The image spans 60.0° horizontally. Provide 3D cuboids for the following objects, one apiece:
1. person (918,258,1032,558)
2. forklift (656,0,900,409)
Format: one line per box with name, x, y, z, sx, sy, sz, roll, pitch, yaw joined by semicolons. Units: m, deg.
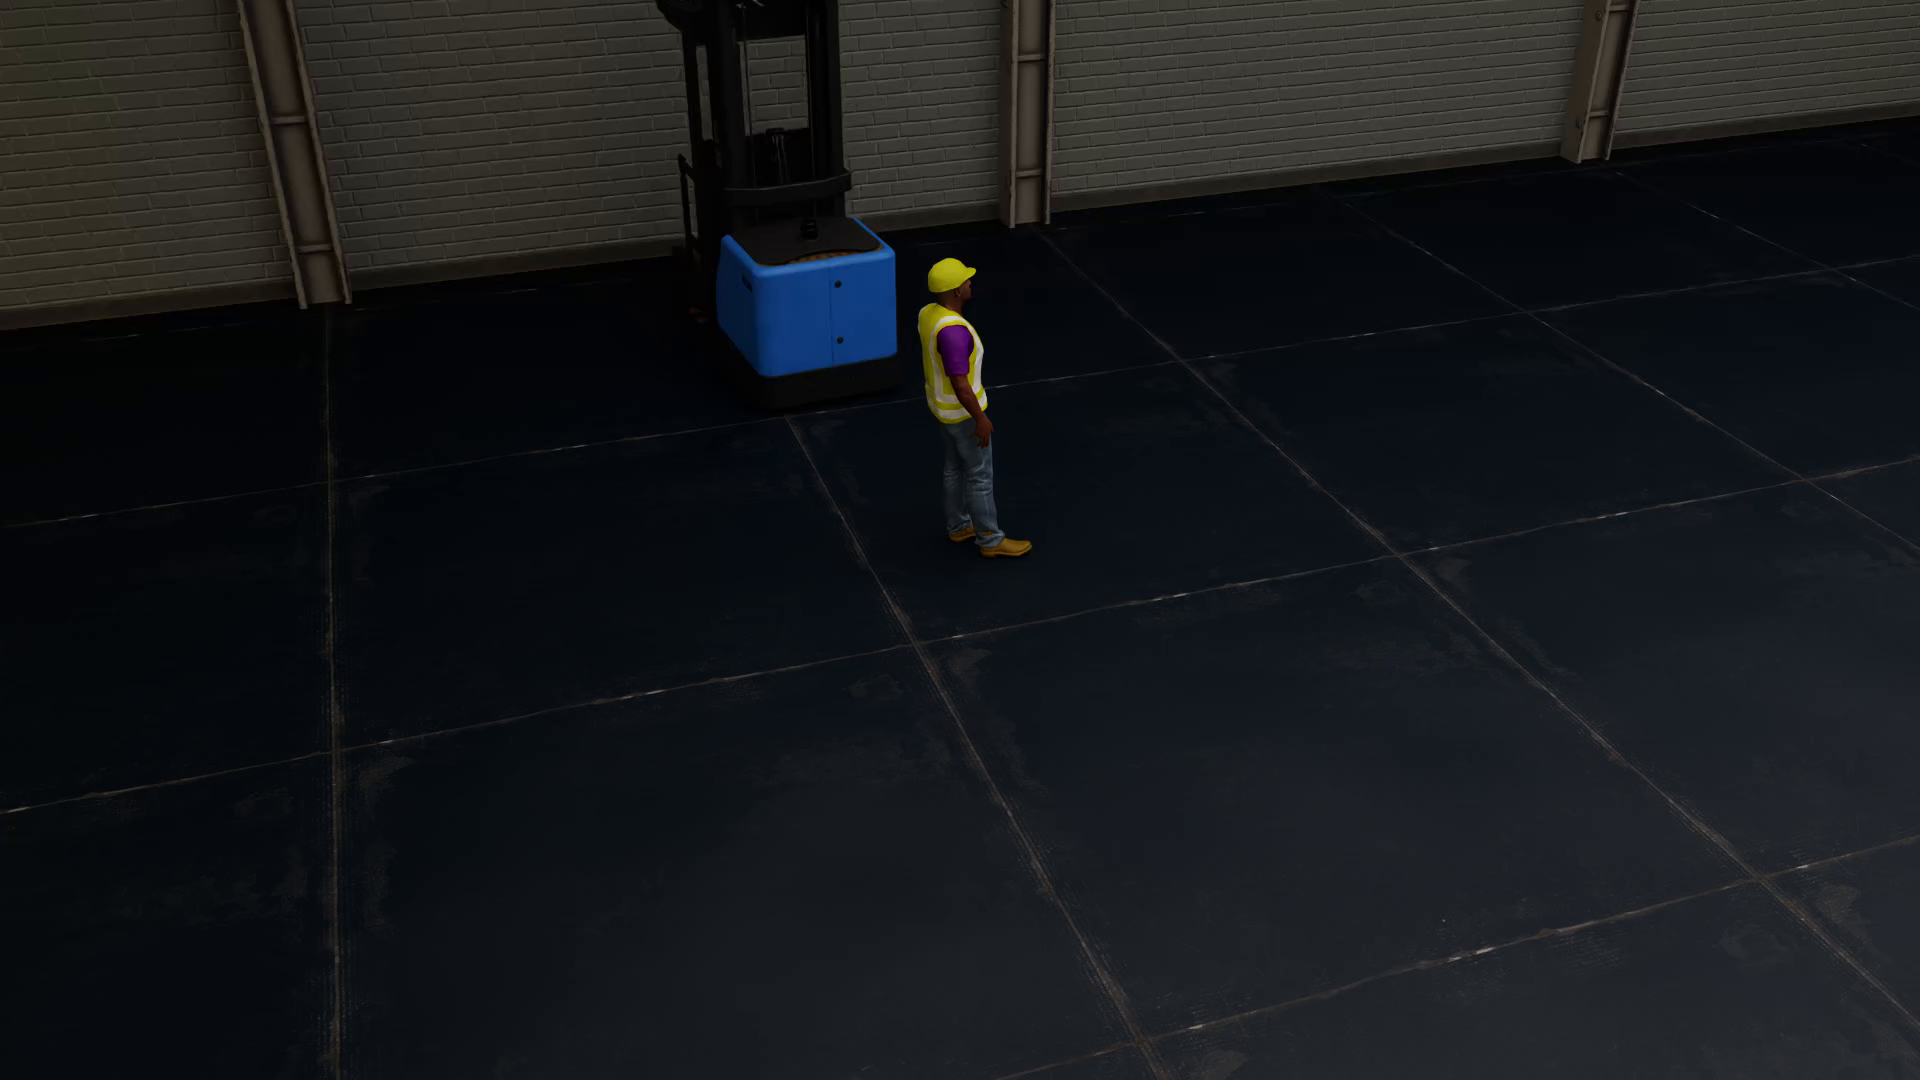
person;0.068;-0.780;9.597;0.575;1.768;0.666;-10;31;-16
forklift;-1.481;-2.886;12.103;1.130;2.935;3.031;-12;32;-20
